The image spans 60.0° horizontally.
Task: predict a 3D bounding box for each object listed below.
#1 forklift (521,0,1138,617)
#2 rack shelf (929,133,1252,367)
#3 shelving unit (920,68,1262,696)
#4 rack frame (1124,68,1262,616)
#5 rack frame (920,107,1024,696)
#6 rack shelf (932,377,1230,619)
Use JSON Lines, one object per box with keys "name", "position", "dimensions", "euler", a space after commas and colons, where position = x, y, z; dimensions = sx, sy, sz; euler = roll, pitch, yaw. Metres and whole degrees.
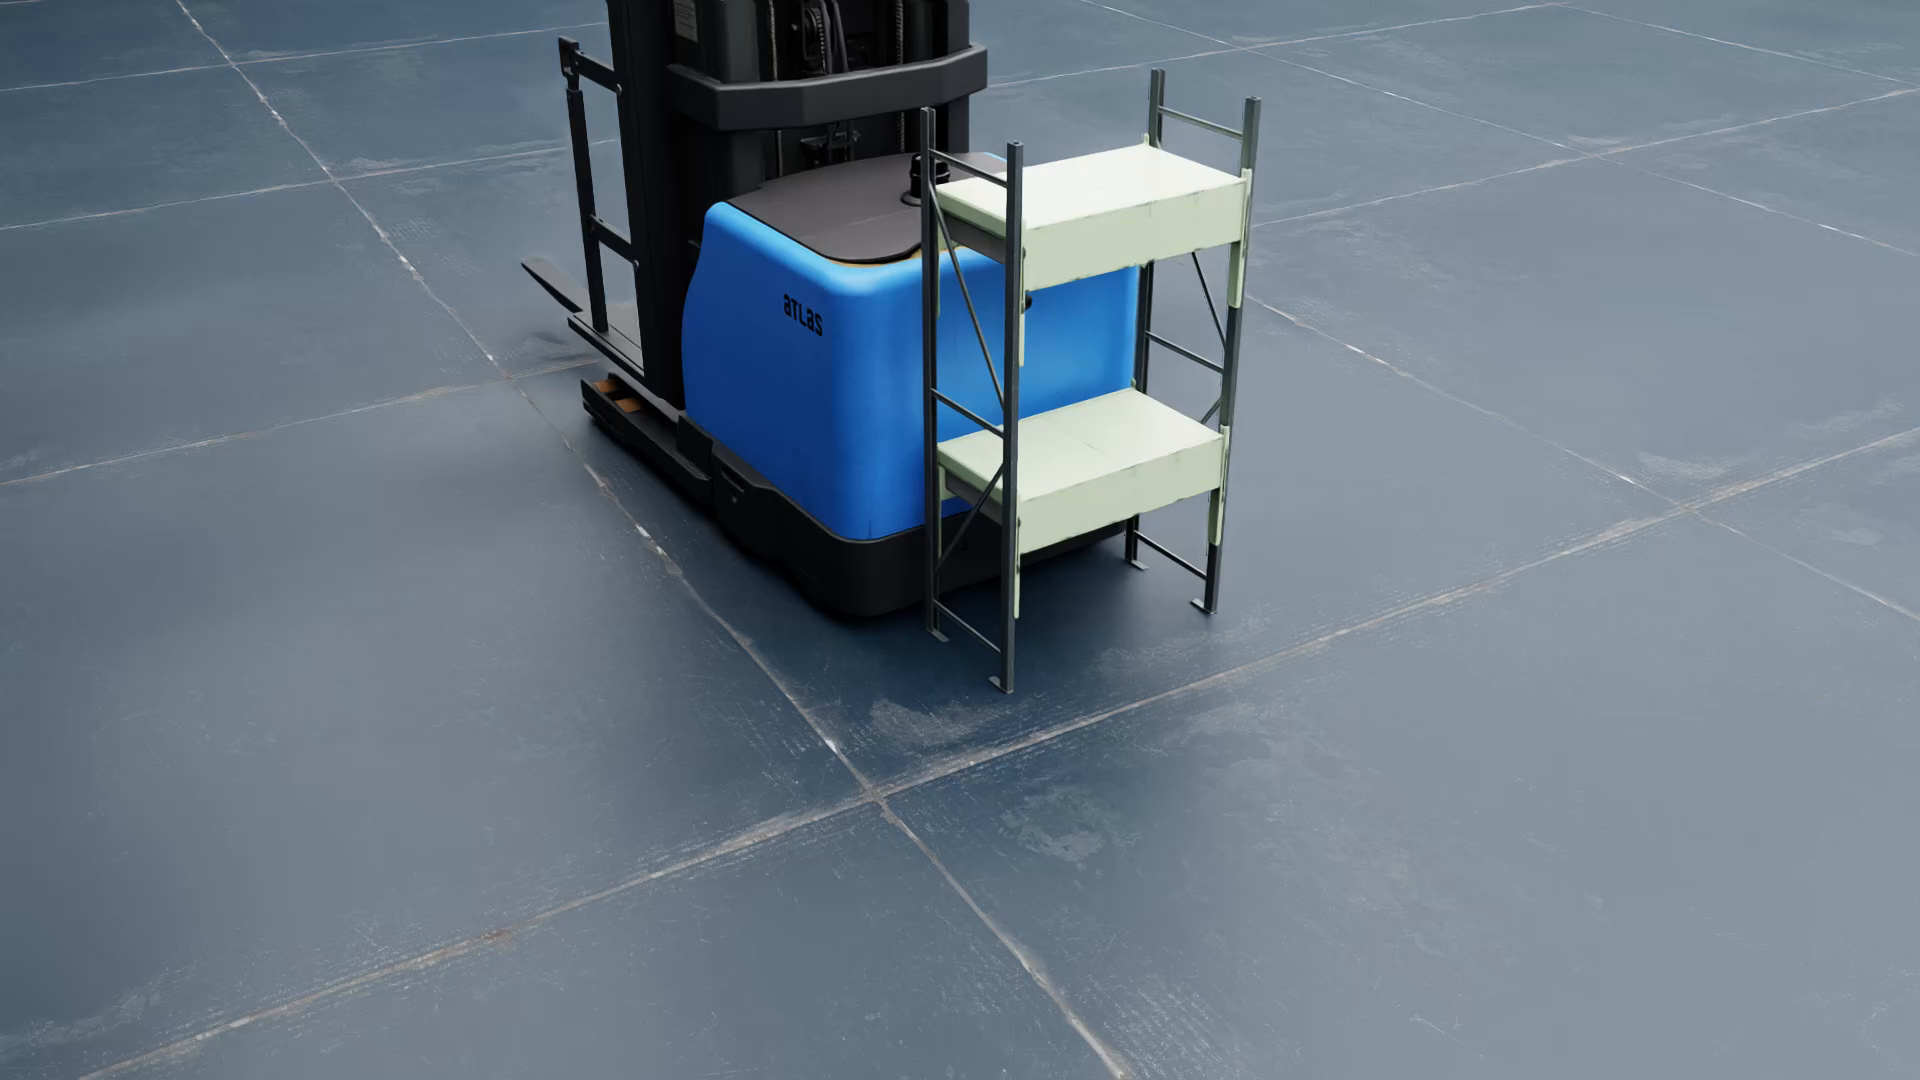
{"name": "forklift", "position": [-0.703, -1.732, 5.355], "dimensions": [1.130, 2.935, 3.031], "euler": [-18, 34, -29]}
{"name": "rack shelf", "position": [0.326, -0.760, 4.267], "dimensions": [0.720, 0.370, 0.431], "euler": [-18, 34, -29]}
{"name": "shelving unit", "position": [0.326, -0.418, 4.456], "dimensions": [0.755, 1.500, 0.431], "euler": [-18, 34, -29]}
{"name": "rack frame", "position": [0.629, -0.518, 4.636], "dimensions": [0.023, 1.500, 0.400], "euler": [-18, 34, -29]}
{"name": "rack frame", "position": [0.023, -0.319, 4.276], "dimensions": [0.023, 1.500, 0.400], "euler": [-18, 34, -29]}
{"name": "rack shelf", "position": [0.326, -0.133, 4.613], "dimensions": [0.720, 0.370, 0.431], "euler": [-18, 34, -29]}
